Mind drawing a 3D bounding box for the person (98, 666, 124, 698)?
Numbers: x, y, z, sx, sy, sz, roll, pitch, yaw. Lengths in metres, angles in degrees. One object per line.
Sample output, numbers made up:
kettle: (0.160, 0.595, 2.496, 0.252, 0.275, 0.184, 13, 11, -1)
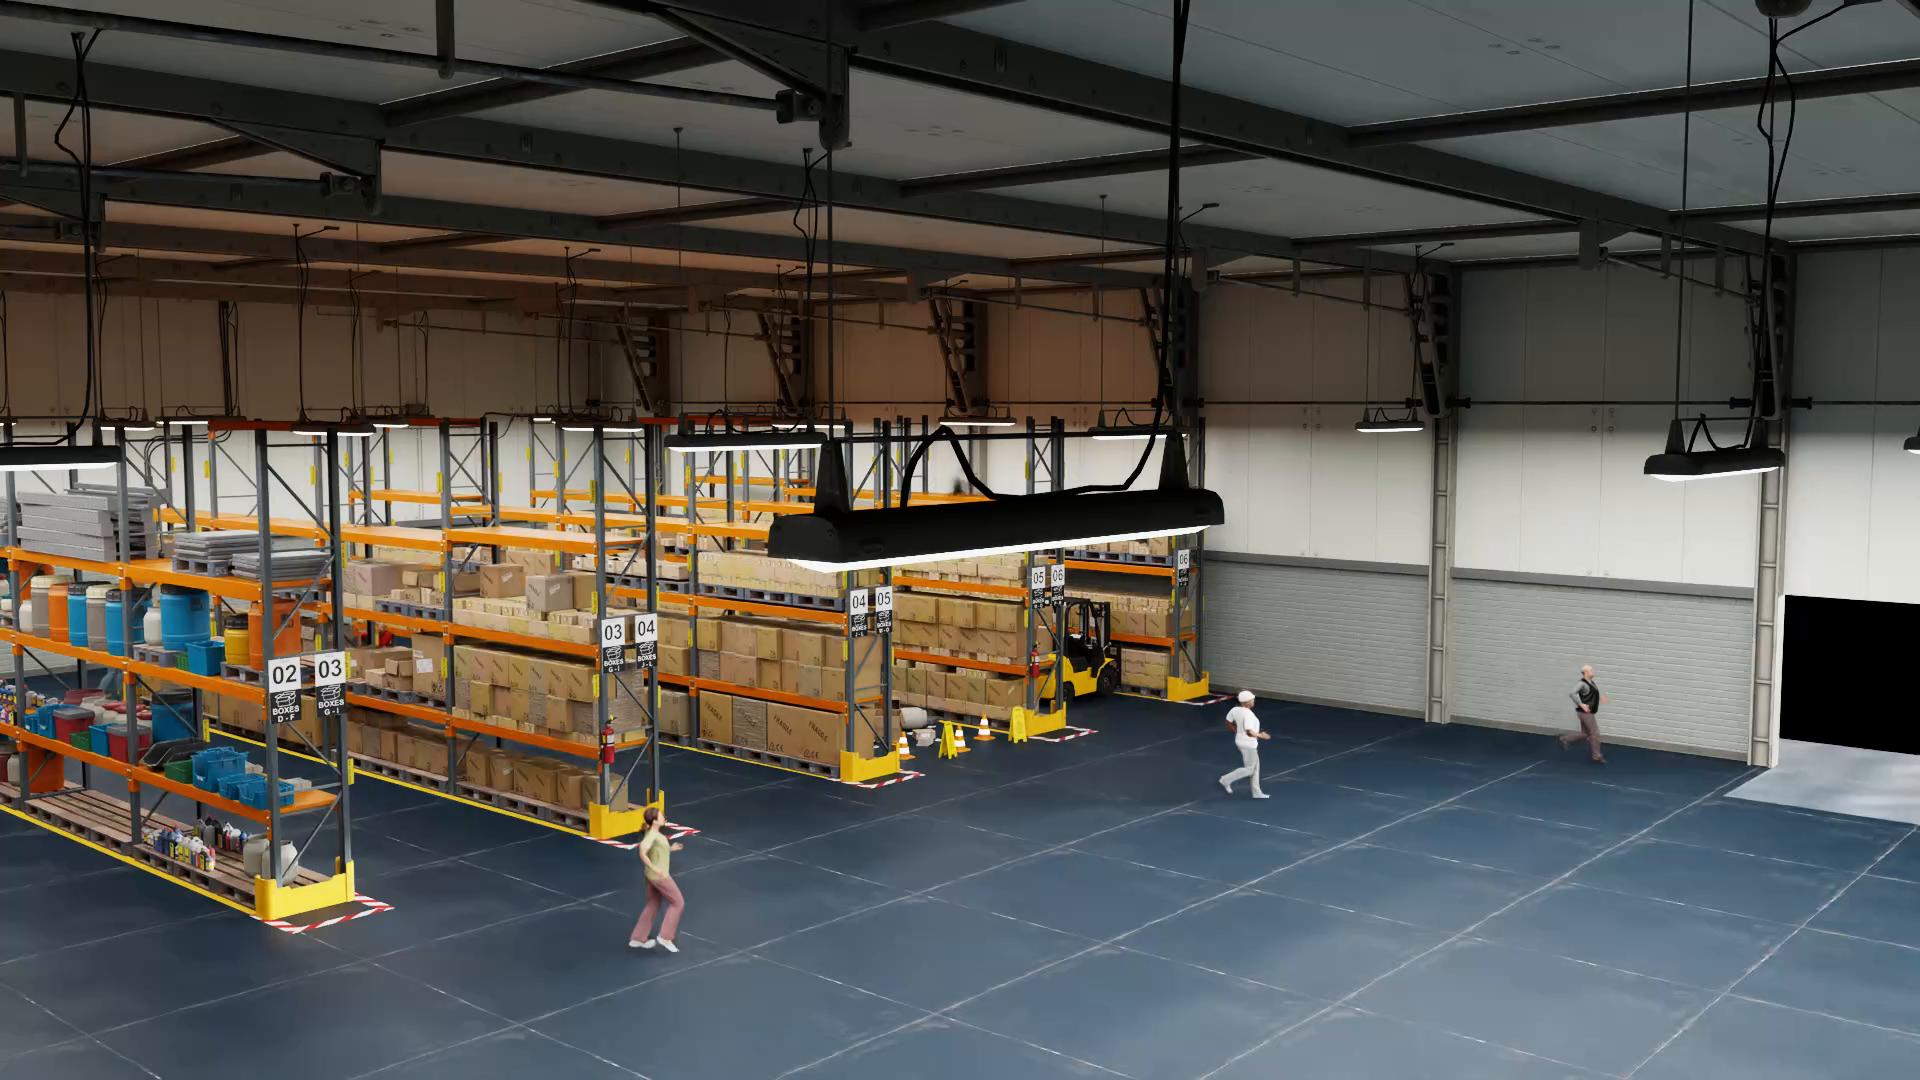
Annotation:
person: (-18.018, 2.522, 35.401, 0.769, 1.825, 0.676, -4, 6, -41)

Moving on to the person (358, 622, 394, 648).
person: (-12.410, 2.564, 35.353, 0.947, 1.726, 0.649, 3, 6, 32)

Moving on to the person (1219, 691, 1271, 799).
person: (4.522, 3.266, 26.410, 0.894, 1.756, 0.702, -1, 5, -11)

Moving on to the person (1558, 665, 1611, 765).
person: (10.980, 3.052, 29.218, 0.928, 1.727, 0.663, 3, 6, 32)

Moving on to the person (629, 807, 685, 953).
person: (-3.481, 3.911, 19.115, 0.664, 1.711, 0.557, -2, 5, -24)
